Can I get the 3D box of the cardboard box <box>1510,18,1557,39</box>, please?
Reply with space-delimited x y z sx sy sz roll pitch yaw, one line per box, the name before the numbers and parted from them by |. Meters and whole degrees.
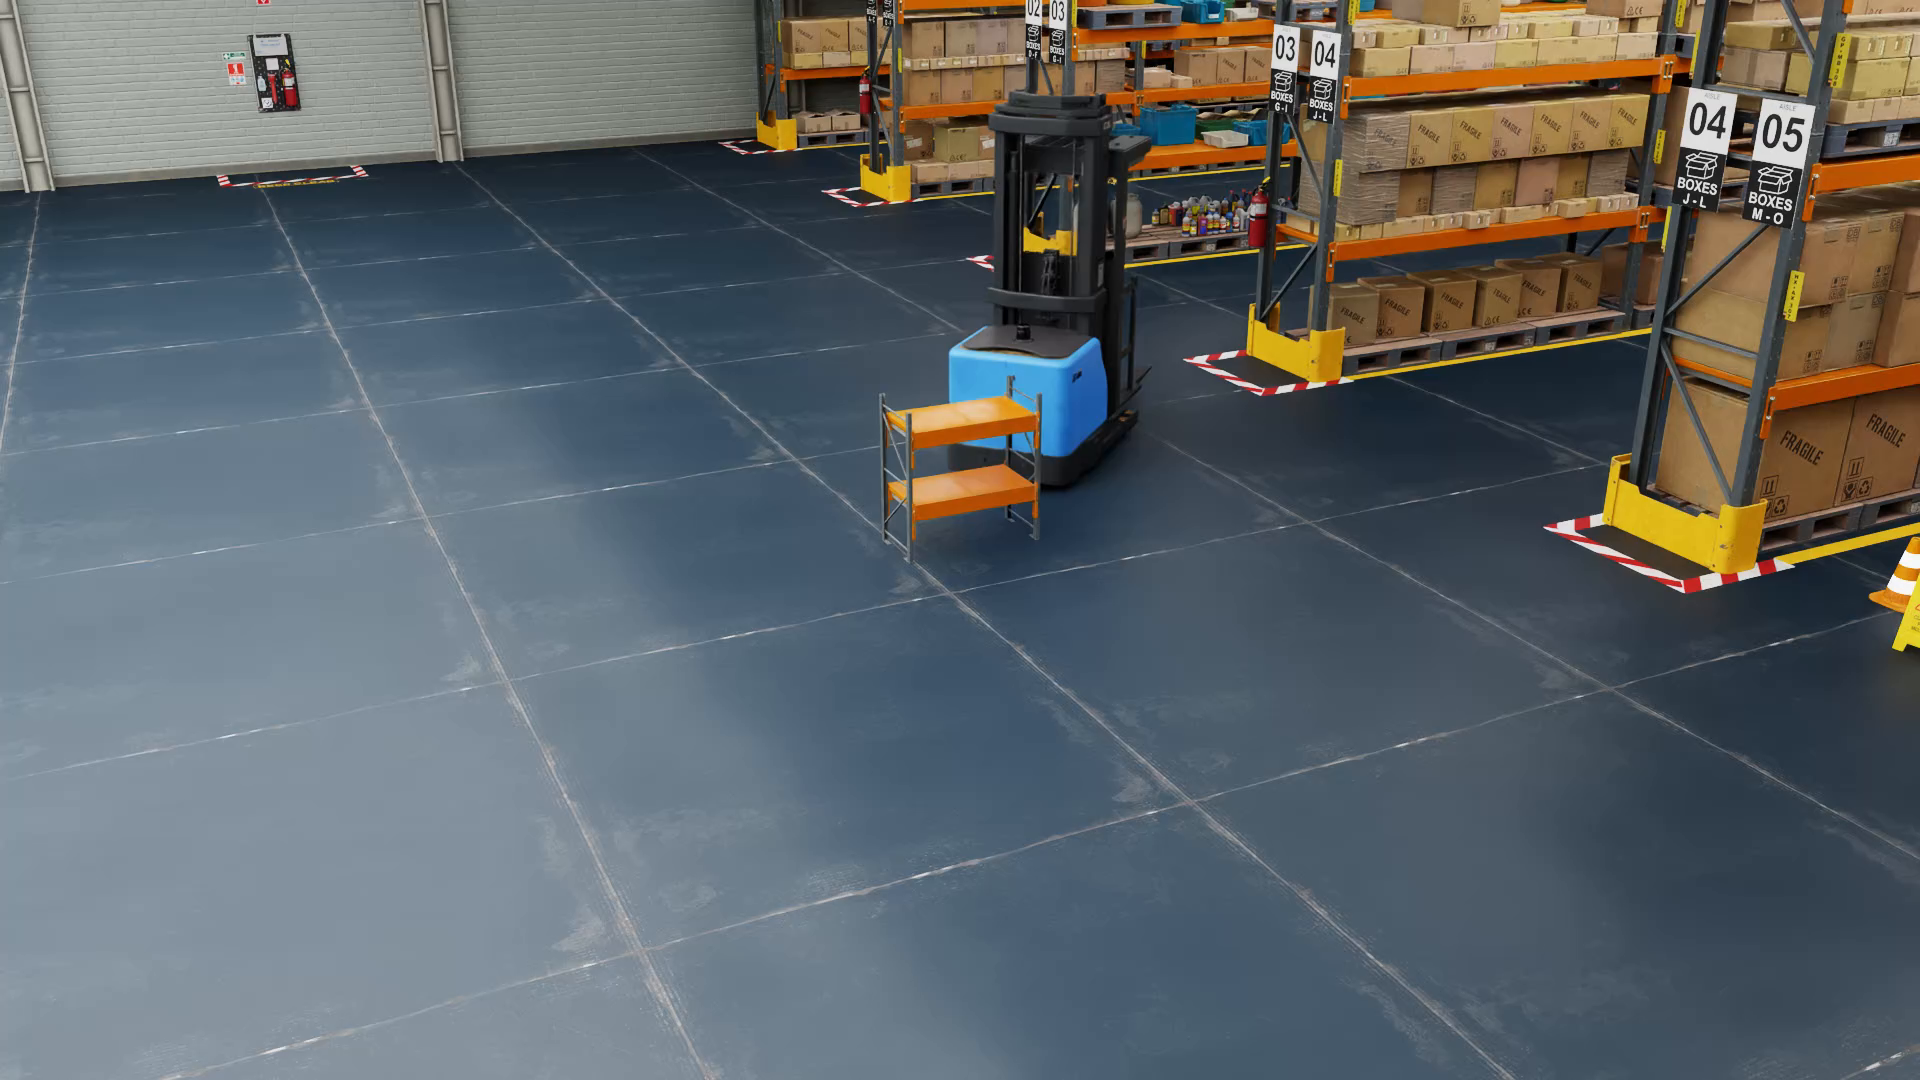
cardboard box | 5.464 -4.885 15.882 0.250 0.149 0.380 -9 24 -21

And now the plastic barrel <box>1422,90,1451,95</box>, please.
plastic barrel | 6.287 -5.733 21.999 0.433 0.535 0.433 0 22 0

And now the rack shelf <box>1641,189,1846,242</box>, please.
rack shelf | 8.619 -3.757 18.346 4.000 0.370 1.077 -10 25 -24

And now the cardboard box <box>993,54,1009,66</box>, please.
cardboard box | 0.526 -7.060 24.406 0.250 0.149 0.380 -11 25 -24

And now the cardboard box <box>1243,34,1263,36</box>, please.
cardboard box | 5.448 -9.894 31.683 0.500 0.500 0.500 -11 25 -24

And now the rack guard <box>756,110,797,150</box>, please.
rack guard | -3.164 -7.073 28.684 0.348 0.500 1.175 -10 25 -24

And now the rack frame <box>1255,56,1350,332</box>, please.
rack frame | 3.212 -3.095 15.804 0.127 3.000 1.000 -10 25 -24

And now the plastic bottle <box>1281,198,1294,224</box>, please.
plastic bottle | 4.213 -4.238 21.455 0.185 0.351 0.144 -11 25 -25

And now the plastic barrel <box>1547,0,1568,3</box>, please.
plastic barrel | 8.072 -7.384 22.448 0.294 0.245 0.294 0 22 0

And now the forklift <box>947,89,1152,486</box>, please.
forklift | 0.923 -2.313 14.007 1.130 2.935 3.031 9 24 20

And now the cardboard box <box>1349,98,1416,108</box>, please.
cardboard box | 4.049 -4.002 16.168 0.500 0.500 0.500 -10 25 -24

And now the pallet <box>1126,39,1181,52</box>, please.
pallet | 3.380 -9.299 31.044 1.003 0.211 1.213 -10 25 -24

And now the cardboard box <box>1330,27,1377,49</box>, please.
cardboard box | 3.561 -4.561 15.101 0.250 0.149 0.380 -11 25 -24

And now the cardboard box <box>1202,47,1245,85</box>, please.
cardboard box | 4.149 -7.511 26.343 0.500 0.500 0.500 -10 25 -24

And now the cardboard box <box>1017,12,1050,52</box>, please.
cardboard box | 1.220 -7.575 24.802 0.500 0.500 0.700 -10 25 -24

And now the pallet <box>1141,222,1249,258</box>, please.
pallet | 2.944 -3.876 21.337 1.213 0.211 1.003 -10 25 -24

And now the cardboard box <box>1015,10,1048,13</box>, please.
cardboard box | 1.352 -9.292 30.069 0.500 0.500 0.700 -8 24 -18

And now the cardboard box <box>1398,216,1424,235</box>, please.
cardboard box | 4.254 -3.063 16.057 0.250 0.149 0.380 -10 25 -24

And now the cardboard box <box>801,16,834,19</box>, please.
cardboard box | -2.442 -8.734 28.617 0.500 0.500 0.500 -10 25 -23

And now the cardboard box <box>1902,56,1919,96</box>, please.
cardboard box | 6.275 -3.139 11.117 0.500 0.250 0.500 -11 25 -24

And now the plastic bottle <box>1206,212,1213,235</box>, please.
plastic bottle | 3.142 -3.994 20.970 0.097 0.271 0.097 0 22 0

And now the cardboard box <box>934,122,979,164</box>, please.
cardboard box | -0.051 -5.875 24.587 0.500 0.500 0.500 -10 25 -24

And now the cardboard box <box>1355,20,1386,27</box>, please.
cardboard box | 3.811 -4.835 15.762 0.250 0.149 0.380 -12 25 -26

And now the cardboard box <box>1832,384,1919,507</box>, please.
cardboard box | 6.647 -0.863 12.641 0.875 0.875 0.875 -11 25 -24

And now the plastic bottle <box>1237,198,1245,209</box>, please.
plastic bottle | 3.683 -4.351 21.832 0.097 0.271 0.097 0 22 0

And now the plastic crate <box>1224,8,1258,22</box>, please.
plastic crate | 3.397 -6.324 20.028 0.396 0.136 0.243 -10 25 -24

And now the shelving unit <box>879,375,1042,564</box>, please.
shelving unit | 0.006 -0.521 12.038 1.048 1.125 0.538 -10 25 -24

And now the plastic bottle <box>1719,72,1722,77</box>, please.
plastic bottle | 11.383 -6.816 24.858 0.185 0.351 0.144 -10 25 -24

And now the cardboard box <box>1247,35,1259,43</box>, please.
cardboard box | 5.520 -9.634 31.904 0.250 0.149 0.380 -10 25 -23

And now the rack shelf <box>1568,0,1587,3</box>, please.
rack shelf | 10.075 -7.514 23.499 4.000 0.370 1.077 -10 25 -24

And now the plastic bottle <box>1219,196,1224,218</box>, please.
plastic bottle | 3.424 -4.378 21.881 0.133 0.283 0.061 -9 24 -21

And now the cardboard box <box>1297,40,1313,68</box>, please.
cardboard box | 3.536 -4.579 15.664 0.500 0.250 0.500 -10 24 -22

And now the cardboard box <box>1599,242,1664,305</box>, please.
cardboard box | 7.379 -2.901 18.029 0.500 0.500 0.700 -13 26 -28

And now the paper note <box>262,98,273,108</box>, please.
paper note | -10.816 -6.825 25.969 0.142 0.148 0.016 -10 25 -24

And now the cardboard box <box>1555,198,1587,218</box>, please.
cardboard box | 6.093 -3.366 16.789 0.250 0.149 0.380 -10 25 -24

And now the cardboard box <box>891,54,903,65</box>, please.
cardboard box | -0.819 -6.984 24.222 0.250 0.149 0.380 -11 25 -25

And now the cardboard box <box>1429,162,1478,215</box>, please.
cardboard box | 4.587 -3.552 16.390 0.500 0.500 0.875 -10 25 -24

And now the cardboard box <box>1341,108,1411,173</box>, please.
cardboard box | 3.826 -3.738 15.530 0.500 0.500 0.500 -10 25 -24

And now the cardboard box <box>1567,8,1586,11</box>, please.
cardboard box | 6.390 -5.311 16.912 0.250 0.149 0.380 -11 25 -25

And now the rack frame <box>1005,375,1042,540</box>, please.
rack frame | 0.464 -0.605 12.241 0.032 1.125 0.500 -10 25 -24

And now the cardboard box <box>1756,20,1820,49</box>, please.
cardboard box | 5.654 -3.461 11.373 0.250 0.149 0.380 -10 25 -23

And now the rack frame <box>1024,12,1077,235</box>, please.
rack frame | 1.064 -4.802 19.928 0.127 3.000 1.000 -10 25 -24

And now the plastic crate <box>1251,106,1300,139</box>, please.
plastic crate | 4.141 -5.393 21.439 0.504 0.338 0.767 -10 25 -24

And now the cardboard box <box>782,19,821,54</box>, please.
cardboard box | -2.672 -8.478 27.998 0.500 0.500 0.500 -10 25 -24

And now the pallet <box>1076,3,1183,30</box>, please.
pallet | 1.852 -6.204 19.640 1.213 0.211 1.003 -10 25 -24

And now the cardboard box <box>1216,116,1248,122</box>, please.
cardboard box | 4.389 -6.594 26.570 0.500 0.311 0.500 -10 24 -22

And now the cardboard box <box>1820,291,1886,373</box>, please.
cardboard box | 6.073 -1.614 12.030 0.550 0.550 0.875 -10 25 -24

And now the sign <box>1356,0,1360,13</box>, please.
sign | 4.897 -6.664 20.493 0.005 0.325 0.100 -10 25 -24

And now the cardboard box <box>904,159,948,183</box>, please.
cardboard box | -0.501 -5.445 24.528 0.500 0.250 0.500 -10 25 -24

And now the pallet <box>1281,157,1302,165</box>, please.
pallet | 5.369 -6.425 27.495 1.213 0.211 1.003 -10 25 -24

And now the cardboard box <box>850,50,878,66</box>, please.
cardboard box | -1.732 -8.301 28.551 0.500 0.250 0.500 -11 25 -24

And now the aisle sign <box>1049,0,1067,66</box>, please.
aisle sign | 1.126 -5.890 19.158 0.004 0.787 0.394 -10 25 -24
